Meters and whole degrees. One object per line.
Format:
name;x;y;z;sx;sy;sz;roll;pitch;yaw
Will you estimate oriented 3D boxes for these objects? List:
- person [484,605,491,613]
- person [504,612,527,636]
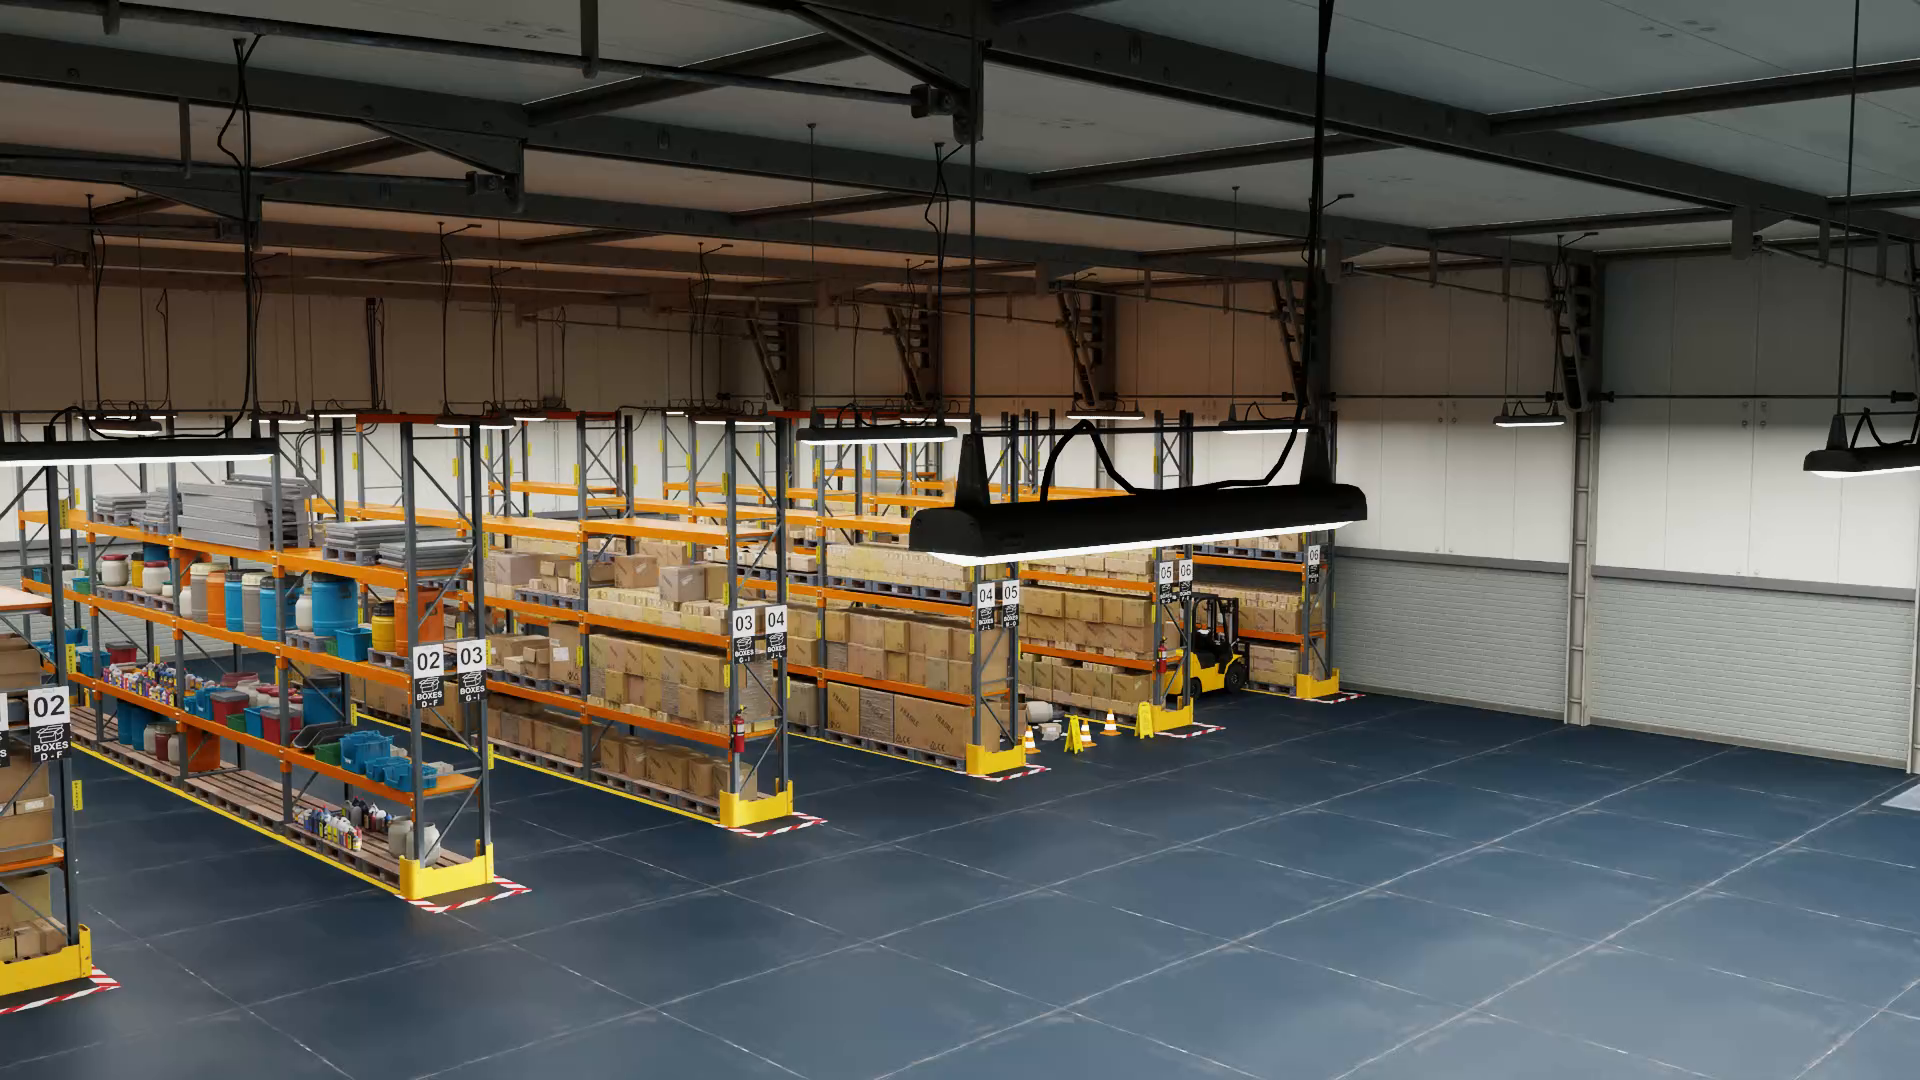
person;-11.590;1.992;40.490;0.649;1.672;0.783;-2;5;-23
person;-9.655;2.381;36.092;0.581;1.690;0.696;-4;7;-42
